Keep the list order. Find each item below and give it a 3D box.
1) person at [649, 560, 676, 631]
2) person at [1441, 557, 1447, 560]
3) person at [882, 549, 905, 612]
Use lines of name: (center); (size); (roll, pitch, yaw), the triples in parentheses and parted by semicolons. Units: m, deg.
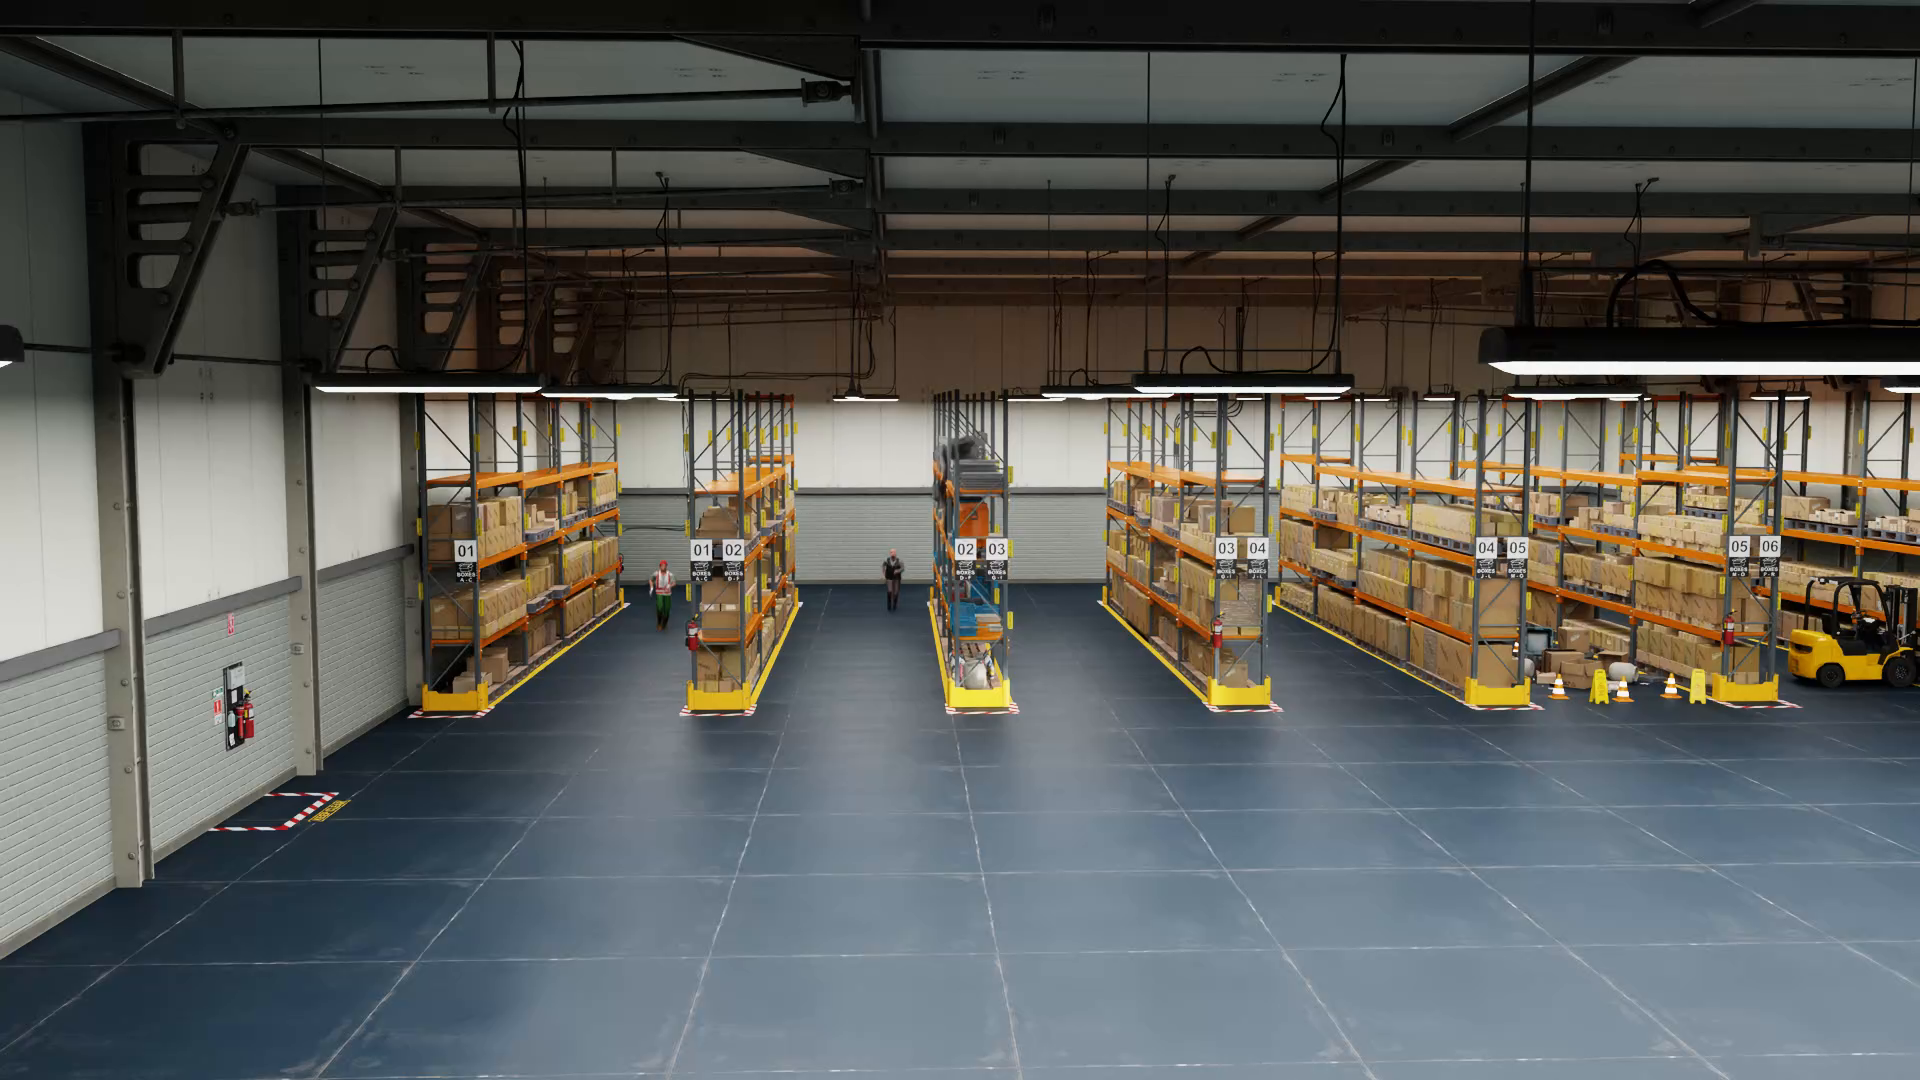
person: (-7.493, 1.408, 41.971); (0.648, 1.783, 0.700); (-1, 5, -15)
person: (14.499, 0.875, 49.188); (0.761, 1.689, 0.694); (0, 5, 4)
person: (-1.839, 1.121, 45.977); (0.632, 1.746, 0.713); (0, 5, -2)
